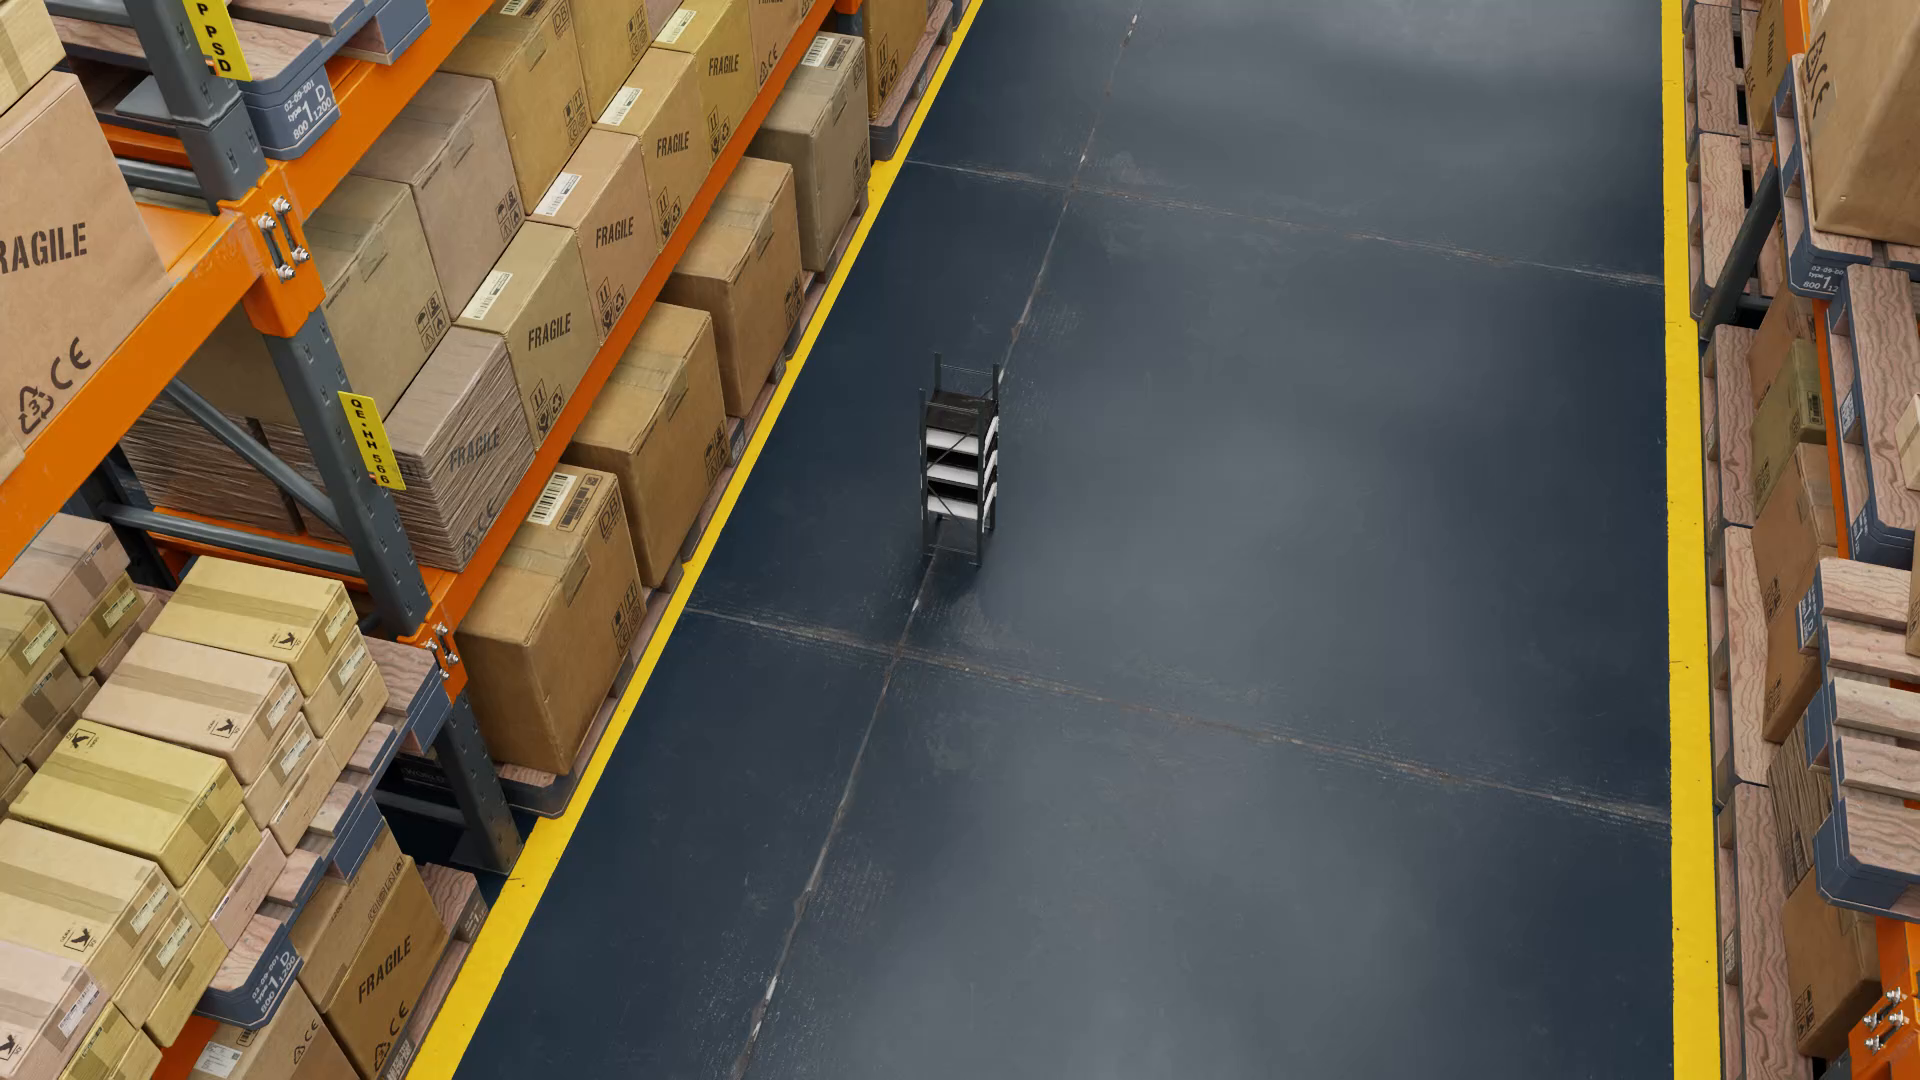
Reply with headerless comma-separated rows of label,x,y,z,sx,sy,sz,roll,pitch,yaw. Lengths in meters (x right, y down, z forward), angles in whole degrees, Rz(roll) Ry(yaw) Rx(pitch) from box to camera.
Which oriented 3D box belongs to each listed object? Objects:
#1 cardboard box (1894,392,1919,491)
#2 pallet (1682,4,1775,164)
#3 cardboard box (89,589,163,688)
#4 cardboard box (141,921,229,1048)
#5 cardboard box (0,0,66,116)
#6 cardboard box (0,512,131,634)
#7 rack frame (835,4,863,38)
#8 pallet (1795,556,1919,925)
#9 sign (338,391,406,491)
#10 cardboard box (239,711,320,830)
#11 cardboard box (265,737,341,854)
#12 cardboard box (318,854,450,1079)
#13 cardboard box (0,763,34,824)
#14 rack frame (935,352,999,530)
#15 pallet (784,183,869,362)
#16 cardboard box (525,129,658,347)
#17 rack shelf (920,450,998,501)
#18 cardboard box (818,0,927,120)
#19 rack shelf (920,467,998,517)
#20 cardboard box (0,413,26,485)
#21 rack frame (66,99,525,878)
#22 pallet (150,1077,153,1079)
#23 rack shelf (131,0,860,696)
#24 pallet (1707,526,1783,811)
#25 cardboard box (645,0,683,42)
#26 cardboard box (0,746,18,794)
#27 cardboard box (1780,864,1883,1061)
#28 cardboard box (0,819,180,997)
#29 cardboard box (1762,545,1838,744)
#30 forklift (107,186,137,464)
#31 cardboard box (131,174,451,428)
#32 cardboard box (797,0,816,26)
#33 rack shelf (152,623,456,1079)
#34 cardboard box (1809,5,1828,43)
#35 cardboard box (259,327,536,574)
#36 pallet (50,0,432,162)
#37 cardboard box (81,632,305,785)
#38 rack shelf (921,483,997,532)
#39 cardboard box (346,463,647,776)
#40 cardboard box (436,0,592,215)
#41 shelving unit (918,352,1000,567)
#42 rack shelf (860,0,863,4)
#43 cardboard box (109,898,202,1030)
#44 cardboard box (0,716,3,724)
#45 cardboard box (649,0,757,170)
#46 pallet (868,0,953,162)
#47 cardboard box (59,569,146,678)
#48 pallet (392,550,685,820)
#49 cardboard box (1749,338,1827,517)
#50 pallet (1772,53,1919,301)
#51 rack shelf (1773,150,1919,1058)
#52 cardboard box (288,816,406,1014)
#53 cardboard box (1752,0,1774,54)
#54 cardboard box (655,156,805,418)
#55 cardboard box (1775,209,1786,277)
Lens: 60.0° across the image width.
cardboard box,2.937,-0.291,4.734,0.396,0.266,0.258,10,49,9
pallet,4.273,-2.285,8.545,1.003,0.211,1.213,12,50,10
cardboard box,-2.312,0.239,4.344,0.380,0.149,0.250,11,49,10
cardboard box,-1.890,0.948,3.719,0.380,0.149,0.250,11,49,10
cardboard box,-1.856,-0.924,2.906,0.396,0.266,0.258,12,50,10
cardboard box,-2.309,0.058,4.108,0.380,0.149,0.250,12,50,10
rack frame,-0.947,-2.882,7.212,1.000,3.000,0.127,12,50,10
pallet,2.844,0.590,4.275,1.213,0.211,1.003,12,50,10
sign,-1.474,-0.245,4.165,0.100,0.325,0.005,12,50,10
cardboard box,-1.759,0.498,3.918,0.380,0.149,0.250,13,50,11
cardboard box,-1.753,0.582,4.042,0.380,0.149,0.250,11,50,10
cardboard box,-1.921,1.227,4.972,0.500,0.500,0.500,11,50,10
cardboard box,-2.454,0.629,4.001,0.380,0.149,0.250,14,50,12
rack frame,0.025,-0.365,6.391,0.240,0.900,0.006,12,50,10
pallet,-1.077,-1.386,7.752,1.003,0.211,1.213,12,50,10
cardboard box,-1.357,-1.026,5.507,0.500,0.500,0.500,12,50,10
rack shelf,-0.002,-0.270,6.351,0.258,0.077,0.200,12,50,10
cardboard box,-0.714,-2.759,8.240,0.875,0.875,0.875,12,50,11
rack shelf,-0.002,-0.210,6.419,0.258,0.077,0.200,12,50,10
cardboard box,-2.024,-0.187,2.766,0.500,0.500,0.500,12,50,10
rack frame,-2.000,0.011,4.658,1.000,3.000,0.127,12,50,10
pallet,-2.481,1.515,3.459,1.003,0.211,1.213,12,50,10
rack shelf,-1.473,-1.197,6.205,1.077,0.370,4.000,12,50,10
pallet,3.289,0.541,6.050,1.003,0.211,1.213,12,50,10
cardboard box,-1.339,-2.148,5.830,0.700,0.500,0.500,12,50,10
cardboard box,-2.457,0.557,3.865,0.380,0.149,0.250,10,49,9
cardboard box,2.916,1.256,4.933,0.700,0.500,0.500,9,49,8
cardboard box,-1.890,0.768,3.481,0.380,0.149,0.250,13,50,11
cardboard box,3.192,0.441,5.653,0.700,0.500,0.500,15,50,13
forklift,-2.869,-2.332,6.772,1.130,2.935,3.031,5,49,4
cardboard box,-1.872,-0.675,4.531,0.700,0.500,0.500,11,50,10
cardboard box,-0.826,-2.485,6.795,0.500,0.500,0.500,11,50,10
rack shelf,-2.526,1.696,3.651,1.077,0.370,4.000,12,50,10
cardboard box,3.585,-1.960,6.566,0.380,0.149,0.250,12,50,10
cardboard box,-1.621,-0.293,4.860,0.500,0.500,0.500,12,50,10
pallet,-1.881,-1.395,4.025,1.213,0.211,1.003,14,50,12
cardboard box,-1.755,0.385,3.819,0.380,0.149,0.250,11,49,10
rack shelf,-0.002,-0.151,6.486,0.258,0.077,0.200,12,50,10
cardboard box,-1.753,0.194,5.717,1.050,0.750,0.750,11,49,10
cardboard box,-1.607,-1.413,5.182,0.700,0.500,0.500,11,49,9
shelving unit,-0.002,-0.292,6.326,0.258,0.900,0.210,12,50,10
rack shelf,-0.421,-4.091,8.758,1.077,0.370,4.000,12,50,10
cardboard box,-1.892,0.869,3.590,0.380,0.149,0.250,12,50,10
cardboard box,-2.445,0.426,3.783,0.380,0.149,0.250,11,50,10
cardboard box,-1.092,-1.754,6.149,0.500,0.500,0.500,12,50,10
pallet,-0.671,-2.494,8.729,1.003,0.211,1.213,12,50,10
cardboard box,-2.321,0.167,4.210,0.380,0.149,0.250,14,50,12
pallet,-1.720,0.379,6.194,1.003,0.211,1.213,12,50,10
cardboard box,3.485,-0.367,6.366,0.700,0.500,0.500,11,50,10
pallet,3.470,-1.242,5.893,1.003,0.211,1.213,12,50,10
rack shelf,3.285,-0.145,5.276,1.077,0.370,4.000,12,50,10
cardboard box,-1.927,0.998,4.675,0.500,0.250,0.500,11,49,9
cardboard box,4.377,-2.699,8.437,0.500,0.500,0.500,16,50,14
cardboard box,-1.281,-1.113,6.871,1.050,0.750,0.750,12,50,10
cardboard box,3.955,-1.423,7.311,0.500,0.500,0.500,10,49,9
